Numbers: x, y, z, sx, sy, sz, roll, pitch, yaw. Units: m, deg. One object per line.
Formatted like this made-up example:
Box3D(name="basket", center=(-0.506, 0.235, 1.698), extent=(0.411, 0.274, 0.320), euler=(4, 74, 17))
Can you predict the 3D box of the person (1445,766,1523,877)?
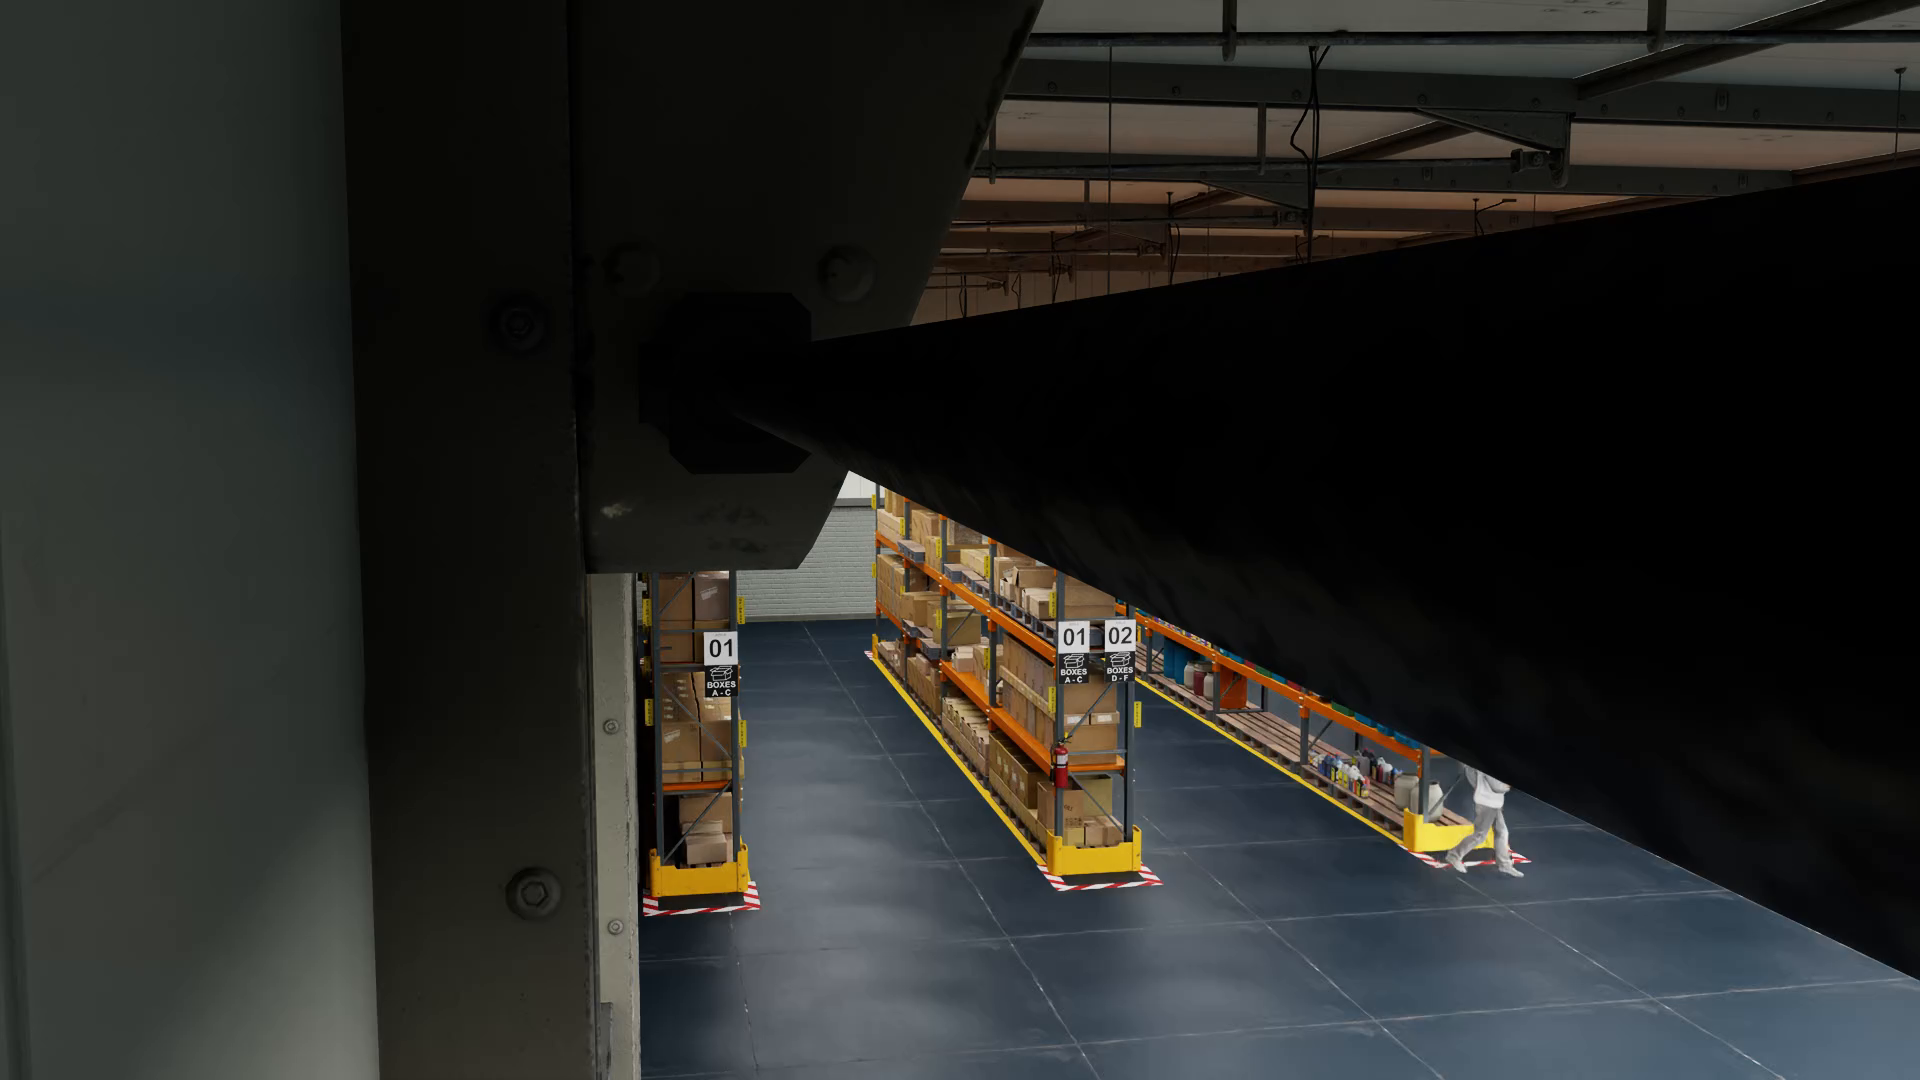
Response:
Box3D(name="person", center=(6.544, 3.300, 20.677), extent=(0.947, 1.783, 0.645), euler=(1, 6, 13))
